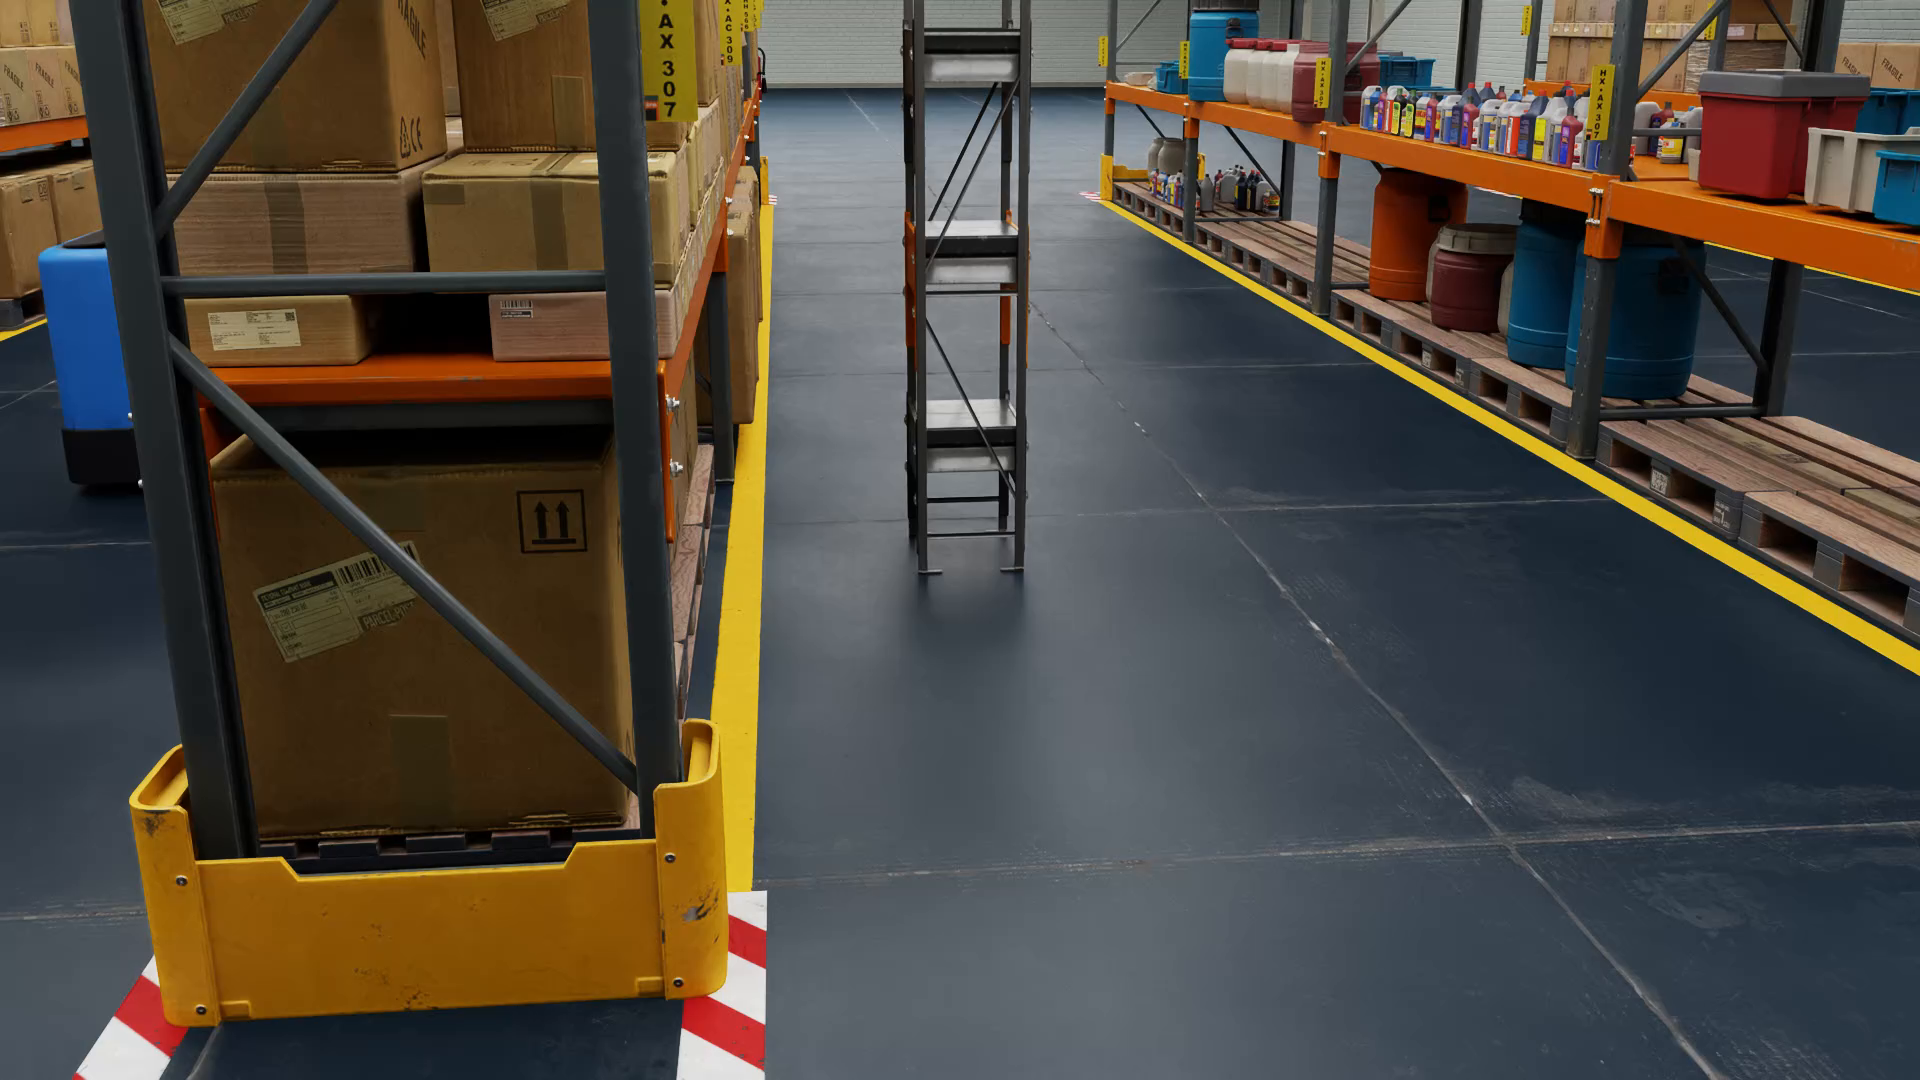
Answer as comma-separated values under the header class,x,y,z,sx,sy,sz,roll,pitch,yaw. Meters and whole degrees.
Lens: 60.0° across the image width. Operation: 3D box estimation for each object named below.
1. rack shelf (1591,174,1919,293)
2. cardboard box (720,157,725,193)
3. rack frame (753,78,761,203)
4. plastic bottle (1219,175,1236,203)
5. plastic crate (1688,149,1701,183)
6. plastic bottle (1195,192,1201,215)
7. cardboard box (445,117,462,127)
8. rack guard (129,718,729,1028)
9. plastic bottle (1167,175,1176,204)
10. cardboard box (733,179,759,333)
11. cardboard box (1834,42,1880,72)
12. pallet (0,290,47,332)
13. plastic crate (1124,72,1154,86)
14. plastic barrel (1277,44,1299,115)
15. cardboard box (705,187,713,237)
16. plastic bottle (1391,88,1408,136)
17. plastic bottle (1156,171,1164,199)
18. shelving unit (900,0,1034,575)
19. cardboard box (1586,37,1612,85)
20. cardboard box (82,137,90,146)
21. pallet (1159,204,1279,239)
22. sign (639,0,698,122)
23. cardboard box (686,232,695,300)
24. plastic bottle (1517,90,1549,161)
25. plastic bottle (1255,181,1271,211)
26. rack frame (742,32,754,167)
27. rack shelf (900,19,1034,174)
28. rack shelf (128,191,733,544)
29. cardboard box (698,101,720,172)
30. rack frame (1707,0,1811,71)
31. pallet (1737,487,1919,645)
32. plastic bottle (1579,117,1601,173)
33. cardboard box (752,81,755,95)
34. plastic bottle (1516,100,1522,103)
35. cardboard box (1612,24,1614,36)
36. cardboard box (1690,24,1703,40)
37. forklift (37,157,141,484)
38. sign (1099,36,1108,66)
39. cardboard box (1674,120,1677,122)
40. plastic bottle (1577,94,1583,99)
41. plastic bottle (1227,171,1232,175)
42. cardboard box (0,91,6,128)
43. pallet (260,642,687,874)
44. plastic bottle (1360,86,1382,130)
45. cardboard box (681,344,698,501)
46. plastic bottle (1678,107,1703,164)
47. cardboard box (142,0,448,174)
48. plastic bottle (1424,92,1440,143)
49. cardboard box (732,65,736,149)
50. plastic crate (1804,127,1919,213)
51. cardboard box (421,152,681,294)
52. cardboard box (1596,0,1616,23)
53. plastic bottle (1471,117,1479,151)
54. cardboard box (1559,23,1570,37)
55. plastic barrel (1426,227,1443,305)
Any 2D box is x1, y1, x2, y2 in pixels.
class,x,y,z,sx,sy,sz,roll,pitch,yaw
rack shelf,3.614,-0.899,5.734,1.077,0.370,4.000,-2,18,-6
cardboard box,-1.161,-1.485,6.817,0.380,0.149,0.250,-2,18,-5
rack frame,-2.756,-5.260,18.425,1.000,3.000,0.127,-2,18,-6
plastic bottle,2.704,-3.556,16.809,0.152,0.276,0.135,-2,18,-6
plastic crate,3.314,-1.598,7.099,0.396,0.136,0.243,-2,18,-6
plastic bottle,2.235,-3.195,15.783,0.097,0.201,0.097,0,17,0
cardboard box,-1.582,-1.158,5.111,0.500,0.250,0.500,-2,18,-6
rack guard,-1.104,0.706,3.592,1.175,0.500,0.348,-2,18,-6
plastic bottle,2.164,-3.517,16.684,0.152,0.276,0.135,-1,17,-5
cardboard box,-1.797,-1.591,9.584,1.225,0.875,0.875,-2,18,-5
cardboard box,7.627,-4.035,14.355,0.500,0.500,0.500,-1,17,-2
pallet,-6.882,-1.661,11.614,1.003,0.211,1.213,-2,18,-6
plastic crate,1.942,-5.011,18.071,0.298,0.136,0.250,-2,18,-6
plastic barrel,2.633,-3.509,12.658,0.421,0.512,0.421,0,17,0
cardboard box,-1.029,-1.102,5.598,0.380,0.149,0.250,-2,18,-7
plastic bottle,2.734,-2.656,10.324,0.061,0.283,0.133,-2,18,-6
plastic bottle,2.082,-3.670,17.178,0.097,0.271,0.097,0,17,0
shelving unit,0.017,-0.952,6.205,0.431,2.100,0.503,-2,18,-6
cardboard box,7.237,-5.169,17.967,0.700,0.500,0.500,-2,18,-5
cardboard box,-7.283,-3.322,15.096,0.875,0.875,0.875,-2,17,-5
pallet,2.555,-3.093,16.175,1.003,0.211,1.213,-2,18,-6
sign,-0.554,-0.960,3.148,0.100,0.325,0.005,-2,18,-6
cardboard box,-0.897,-0.720,4.381,0.380,0.149,0.250,-2,18,-6
plastic bottle,2.968,-2.133,8.547,0.144,0.351,0.185,-2,18,-6
plastic bottle,2.925,-3.336,16.108,0.152,0.276,0.135,-1,17,-4
rack frame,-2.344,-4.069,14.629,1.000,3.000,0.127,-2,18,-6
rack shelf,0.017,-1.607,6.000,0.431,0.518,0.480,-2,18,-6
rack shelf,-1.312,-0.746,5.247,1.077,0.370,4.000,-2,18,-6
cardboard box,-1.156,-1.478,6.131,0.500,0.250,0.500,-1,17,-4
rack frame,7.510,-4.374,15.600,1.000,3.000,0.127,-2,18,-6
pallet,3.651,0.074,6.087,1.003,0.211,1.213,-2,18,-6
plastic bottle,3.046,-1.886,7.885,0.152,0.276,0.135,-2,18,-6
cardboard box,-2.153,-4.321,15.851,0.380,0.149,0.250,-2,18,-6
plastic bottle,3.040,-2.262,9.089,0.097,0.271,0.097,0,17,0
cardboard box,7.081,-5.341,17.432,0.380,0.149,0.250,-2,18,-5
cardboard box,7.245,-4.879,15.960,0.380,0.149,0.250,-2,18,-7
forklift,-3.603,-2.038,8.277,1.130,2.935,3.031,-3,18,-9
sign,1.622,-5.530,18.821,0.100,0.325,0.005,-2,18,-6
cardboard box,7.617,-4.214,17.731,0.500,0.500,0.500,-2,18,-6
plastic bottle,3.551,-2.430,9.603,0.061,0.283,0.133,-2,18,-6
plastic bottle,2.809,-3.673,17.181,0.152,0.276,0.135,-2,18,-7
cardboard box,-6.653,-2.944,10.878,0.500,0.500,0.500,-2,17,-5
pallet,-1.266,0.601,4.410,1.003,0.211,1.213,-2,18,-6
plastic bottle,2.718,-2.832,10.896,0.152,0.276,0.135,-2,18,-6
cardboard box,-1.530,-0.673,6.658,0.875,0.875,0.875,-2,18,-6
plastic bottle,3.701,-2.038,8.367,0.152,0.276,0.135,-2,18,-6
cardboard box,-1.418,-1.059,3.543,0.500,0.500,0.500,-2,17,-5
plastic bottle,2.792,-2.490,9.794,0.061,0.283,0.133,-2,18,-6
cardboard box,-1.532,-2.482,9.408,0.500,0.500,0.500,-2,18,-7
plastic crate,3.382,-1.350,6.066,0.437,0.282,0.530,-2,18,-6
cardboard box,-0.887,-0.715,3.701,0.500,0.250,0.500,-2,18,-7
cardboard box,7.251,-5.770,17.715,0.700,0.500,0.500,-2,18,-5
plastic bottle,2.879,-2.253,9.177,0.097,0.201,0.097,0,17,0
cardboard box,6.954,-5.720,18.640,0.380,0.149,0.250,-2,18,-7
plastic barrel,3.210,-1.733,10.640,0.421,0.512,0.421,0,17,0
